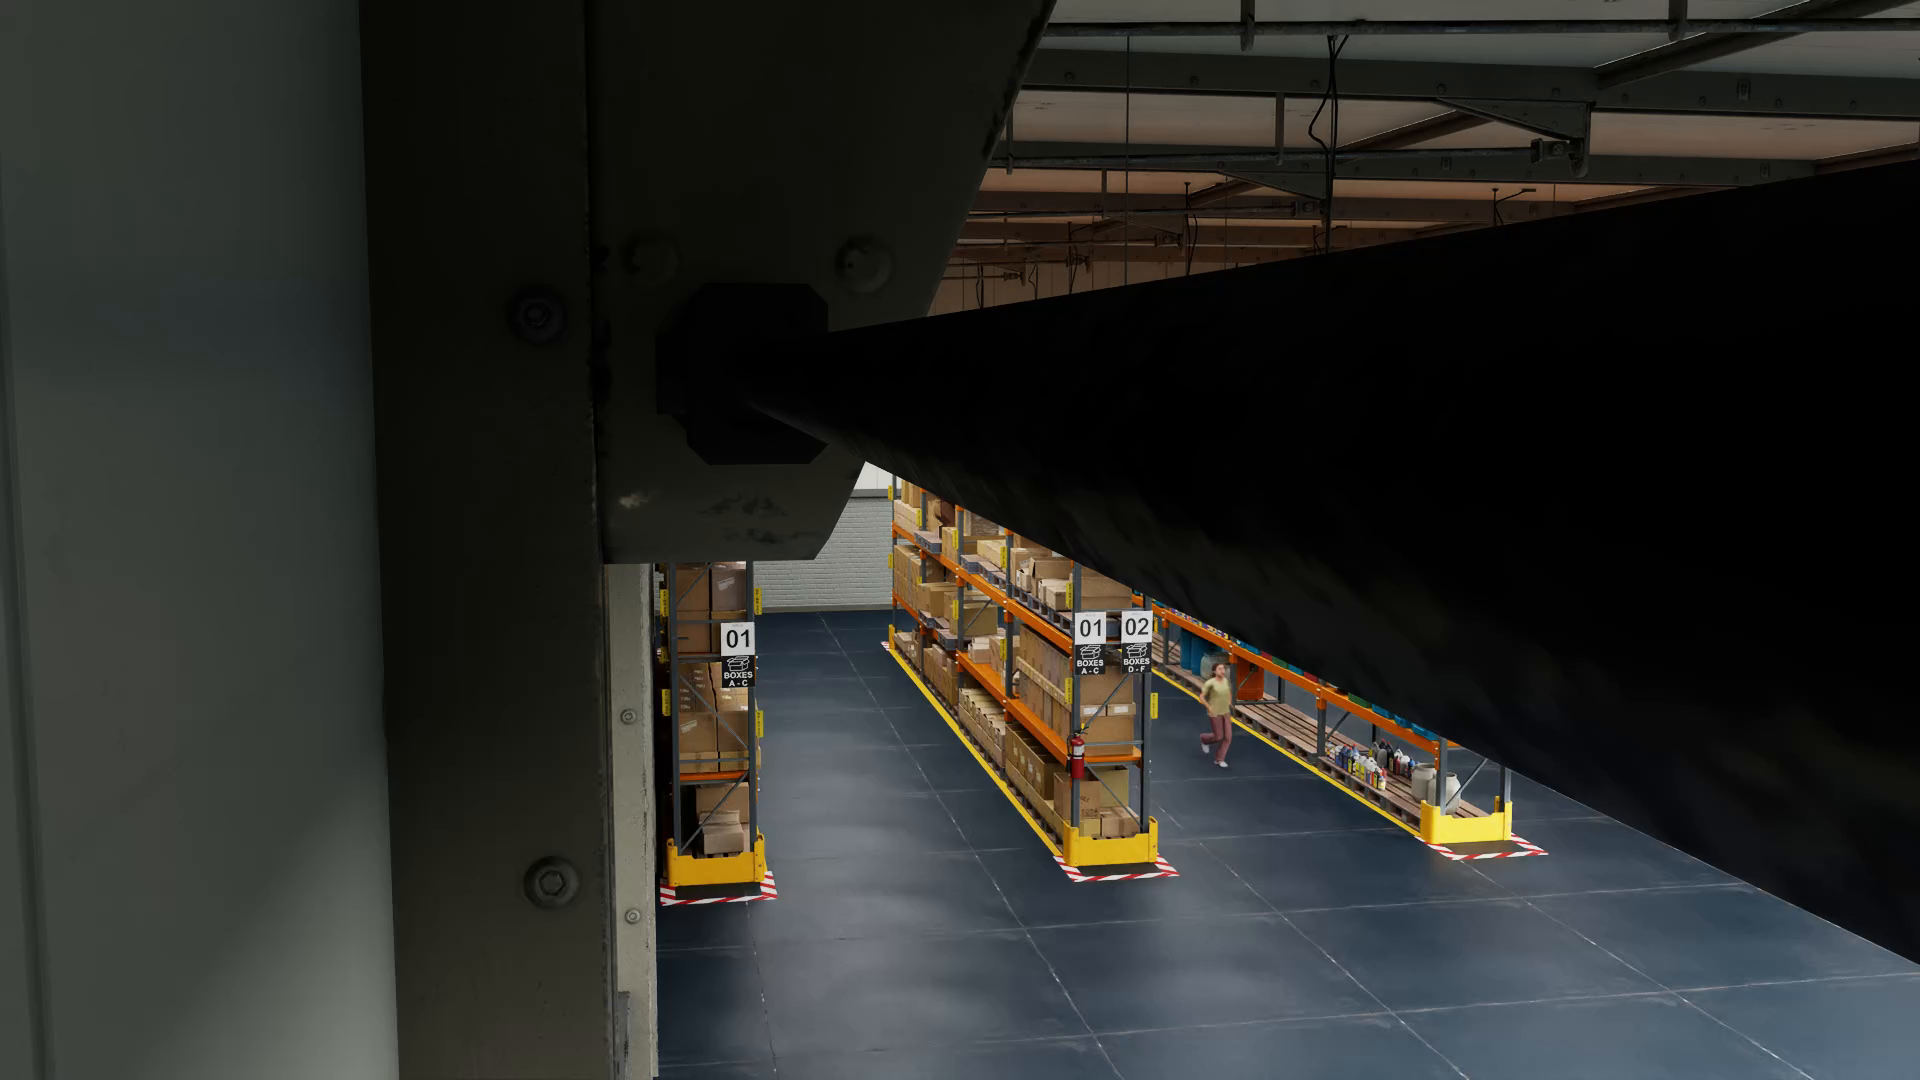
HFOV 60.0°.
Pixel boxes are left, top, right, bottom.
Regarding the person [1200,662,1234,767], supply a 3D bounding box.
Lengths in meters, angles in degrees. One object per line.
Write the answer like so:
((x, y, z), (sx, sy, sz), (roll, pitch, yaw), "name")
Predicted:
((4.036, 2.712, 26.080), (0.581, 1.629, 0.633), (-3, 7, -25), "person")
